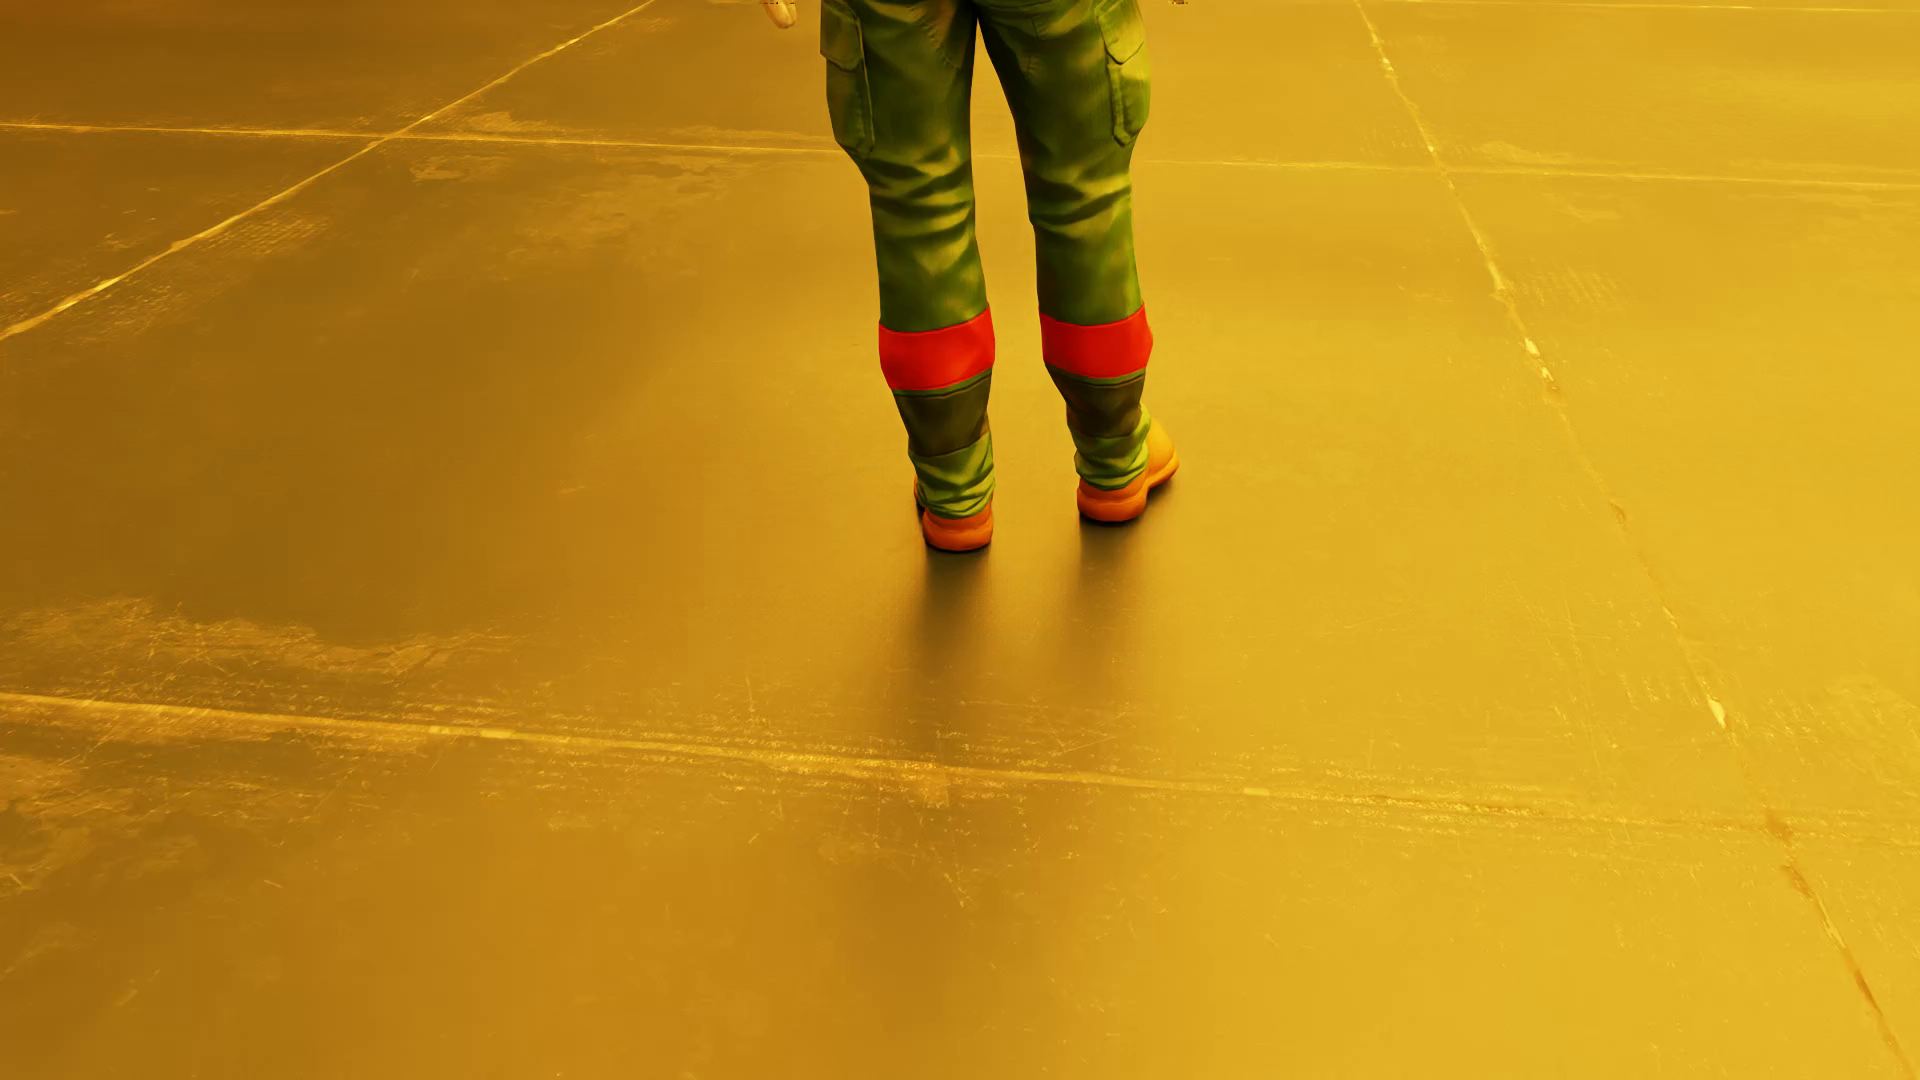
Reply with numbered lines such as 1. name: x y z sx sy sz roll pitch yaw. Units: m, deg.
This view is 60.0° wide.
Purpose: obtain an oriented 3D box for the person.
1. person: 0.021 -0.842 2.168 0.638 1.789 0.562 3 27 7
